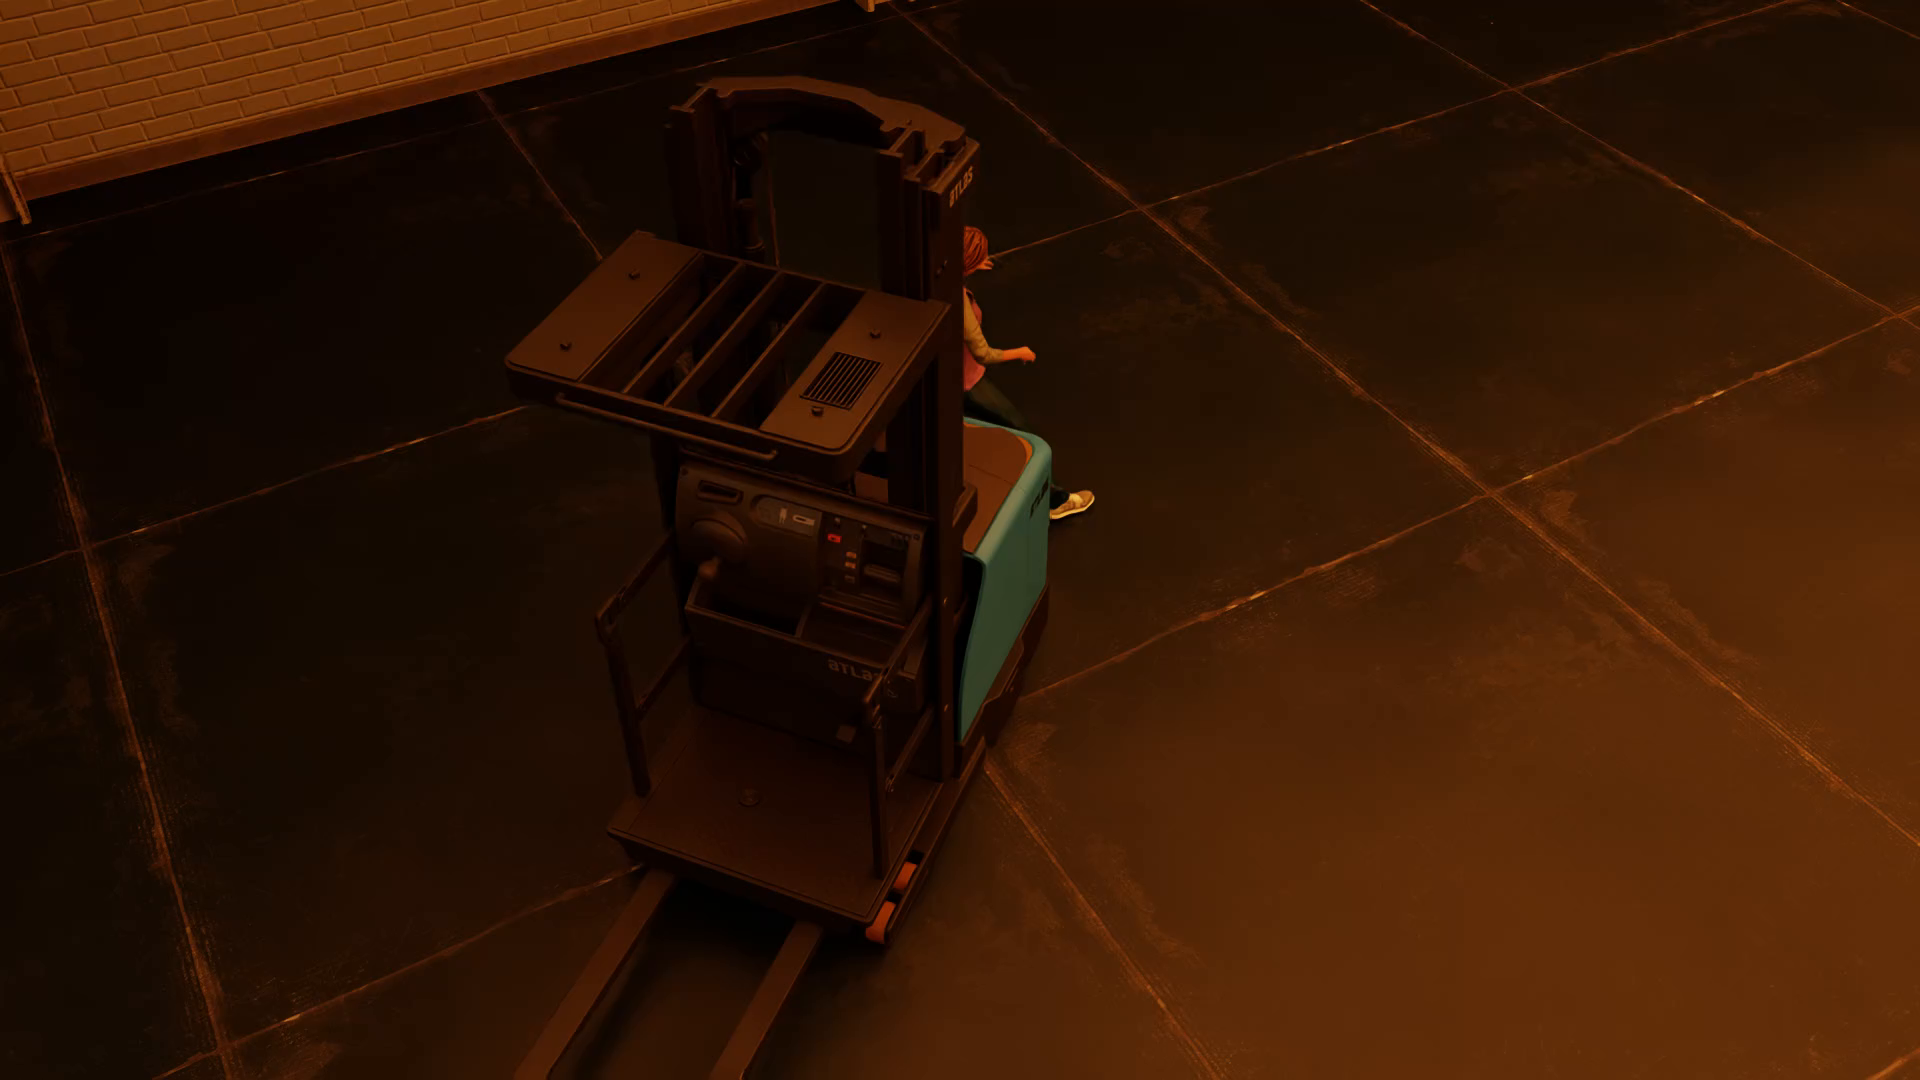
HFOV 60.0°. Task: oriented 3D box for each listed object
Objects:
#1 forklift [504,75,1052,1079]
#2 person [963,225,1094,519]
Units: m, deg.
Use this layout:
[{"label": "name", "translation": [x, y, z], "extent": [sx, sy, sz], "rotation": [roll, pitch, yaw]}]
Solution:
[{"label": "forklift", "translation": [-0.640, 0.103, 5.587], "extent": [1.130, 2.935, 3.031], "rotation": [16, 45, 16]}, {"label": "person", "translation": [0.058, -0.884, 7.762], "extent": [0.862, 1.408, 1.084], "rotation": [-17, 45, -17]}]
